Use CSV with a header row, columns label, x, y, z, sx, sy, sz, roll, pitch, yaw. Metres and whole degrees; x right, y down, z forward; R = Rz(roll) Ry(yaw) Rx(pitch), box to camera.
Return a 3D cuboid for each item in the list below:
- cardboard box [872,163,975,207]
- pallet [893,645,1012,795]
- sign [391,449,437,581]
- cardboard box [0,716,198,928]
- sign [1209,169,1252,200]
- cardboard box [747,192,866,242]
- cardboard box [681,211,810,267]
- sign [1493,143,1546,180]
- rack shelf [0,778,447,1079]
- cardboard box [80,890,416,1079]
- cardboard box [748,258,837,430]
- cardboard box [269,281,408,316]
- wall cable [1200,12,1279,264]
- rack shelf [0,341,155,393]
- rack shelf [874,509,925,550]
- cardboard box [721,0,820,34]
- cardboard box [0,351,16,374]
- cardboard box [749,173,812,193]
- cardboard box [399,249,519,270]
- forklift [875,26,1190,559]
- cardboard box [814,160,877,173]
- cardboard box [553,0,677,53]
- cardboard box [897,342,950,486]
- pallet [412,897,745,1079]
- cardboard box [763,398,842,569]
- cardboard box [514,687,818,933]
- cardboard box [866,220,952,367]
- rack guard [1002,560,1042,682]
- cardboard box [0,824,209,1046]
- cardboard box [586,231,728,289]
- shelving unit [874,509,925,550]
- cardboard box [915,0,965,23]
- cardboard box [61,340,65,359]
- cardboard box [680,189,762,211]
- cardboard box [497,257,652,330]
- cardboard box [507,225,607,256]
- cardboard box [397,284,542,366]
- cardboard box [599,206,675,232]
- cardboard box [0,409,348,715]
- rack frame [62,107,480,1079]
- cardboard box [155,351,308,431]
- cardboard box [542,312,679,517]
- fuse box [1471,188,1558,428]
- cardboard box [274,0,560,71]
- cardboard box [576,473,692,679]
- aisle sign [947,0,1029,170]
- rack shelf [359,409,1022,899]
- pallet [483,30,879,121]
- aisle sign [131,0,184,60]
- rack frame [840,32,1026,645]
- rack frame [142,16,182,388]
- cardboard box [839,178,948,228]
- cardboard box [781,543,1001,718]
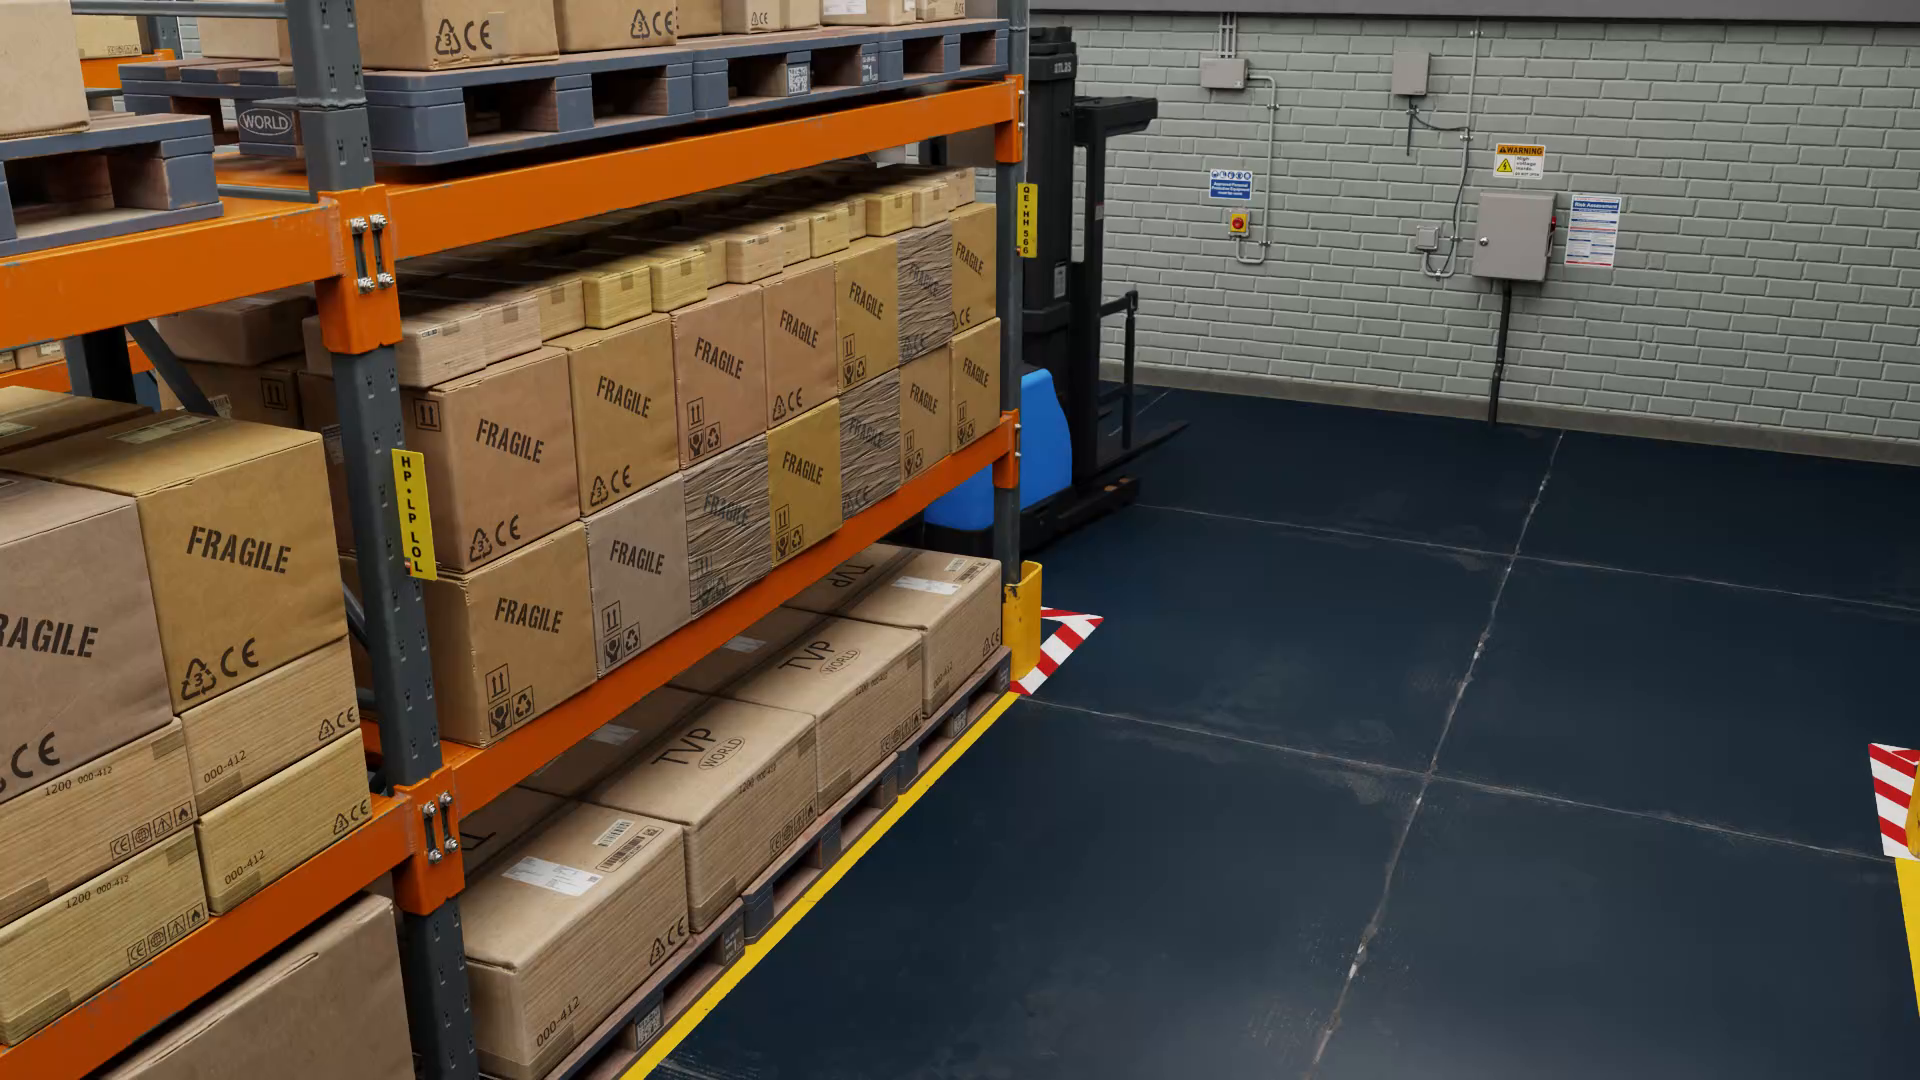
label,x,y,z,sx,sy,sz,roll,pitch,yaw
cardboard box,-0.157,-1.533,7.193,0.380,0.149,0.250,9,21,23
pallet,-0.449,0.723,7.622,1.003,0.211,1.213,9,21,23
sign,-1.332,-0.060,4.052,0.100,0.325,0.005,9,21,23
cardboard box,-1.988,0.533,3.470,0.500,0.250,0.500,9,22,24
sign,2.076,-2.726,12.754,0.327,0.218,0.001,9,21,23
cardboard box,-0.581,-1.220,6.313,0.380,0.149,0.250,8,21,22
cardboard box,-0.754,-1.058,5.857,0.380,0.149,0.250,9,22,24
sign,3.986,-2.700,11.853,0.339,0.242,0.001,9,21,23
rack shelf,-2.650,1.327,2.835,1.077,0.370,4.000,9,21,23
cardboard box,-2.012,1.380,4.156,0.875,0.875,0.875,9,22,24
cardboard box,-0.774,-0.717,5.866,0.500,0.500,0.500,8,21,22
cardboard box,-1.788,-0.651,4.713,0.380,0.149,0.250,9,22,24
wall cable,2.095,-3.067,12.552,0.585,1.953,0.123,9,21,23
rack shelf,-5.569,-0.544,8.096,1.077,0.370,4.000,9,21,23
rack shelf,-0.505,-0.085,9.191,0.431,0.518,0.480,14,24,31
cardboard box,-0.852,-2.012,6.030,0.500,0.311,0.500,9,21,24
cardboard box,-5.069,-0.931,8.484,0.380,0.149,0.250,8,21,20
cardboard box,-0.844,-1.446,6.949,0.380,0.149,0.250,9,22,24
cardboard box,-1.590,-0.806,5.148,0.380,0.149,0.250,8,21,22
forklift,0.494,-1.639,10.202,1.130,2.935,3.031,13,23,32
cardboard box,-0.591,-1.600,7.381,0.380,0.149,0.250,9,21,24
cardboard box,-1.308,-1.747,4.998,0.797,0.503,0.637,10,22,27
cardboard box,-0.368,-0.558,6.913,0.500,0.500,0.500,8,21,22
pallet,-1.448,1.469,5.524,1.003,0.211,1.213,9,21,23
cardboard box,-0.770,-0.240,6.018,0.500,0.500,0.500,9,22,24
cardboard box,-1.110,0.935,6.061,0.875,0.438,0.875,8,21,21
cardboard box,-0.360,-1.021,6.721,0.500,0.500,0.500,9,21,23
rack guard,-0.183,0.324,8.312,1.175,0.500,0.348,9,21,23
cardboard box,-1.994,0.774,3.539,0.500,0.250,0.500,8,21,22
cardboard box,-0.988,-0.906,5.429,0.380,0.149,0.250,8,21,23
shelving unit,-0.494,-0.755,8.945,0.431,2.100,0.503,14,24,31
cardboard box,-0.295,-2.284,6.886,0.500,0.250,0.500,7,21,18
cardboard box,-4.851,-1.088,8.927,0.380,0.149,0.250,8,21,22
cardboard box,-0.995,-1.276,6.470,0.380,0.149,0.250,9,21,23
cardboard box,-1.151,-0.740,4.965,0.380,0.149,0.250,8,21,22
cardboard box,-1.414,-0.967,5.603,0.380,0.149,0.250,8,21,22
cardboard box,-1.375,-0.589,4.538,0.380,0.149,0.250,9,21,24
cardboard box,-1.264,-1.131,6.064,0.380,0.149,0.250,8,21,21
cardboard box,-1.785,0.029,3.769,0.500,0.500,0.500,9,22,24
rack frame,-1.831,0.376,4.434,1.000,3.000,0.127,9,21,23
cardboard box,-1.890,-0.324,4.762,0.500,0.500,0.500,8,21,22
cardboard box,-1.203,-0.408,4.997,0.500,0.500,0.500,8,21,22
fuse box,3.951,-1.633,12.008,0.539,1.711,0.414,9,21,23
cardboard box,-1.398,-1.480,4.252,0.500,0.500,0.500,9,21,24
cardboard box,-1.190,0.069,5.150,0.500,0.500,0.500,9,21,23
aisle sign,0.119,-2.051,7.379,0.394,0.787,0.004,9,21,23
rack shelf,-1.012,0.104,6.273,1.077,0.370,4.000,9,21,23
pallet,-0.985,-1.615,5.690,1.003,0.211,1.213,9,21,23
aisle sign,-4.447,-2.701,9.206,0.394,0.787,0.004,9,21,23
rack frame,-0.193,-0.846,7.872,1.000,3.000,0.127,9,21,23
rack frame,-4.750,-1.495,9.695,1.000,3.000,0.127,9,21,23
cardboard box,-0.268,-1.362,6.711,0.380,0.149,0.250,8,21,22
cardboard box,-0.372,0.378,7.625,0.875,0.438,0.875,8,21,21
